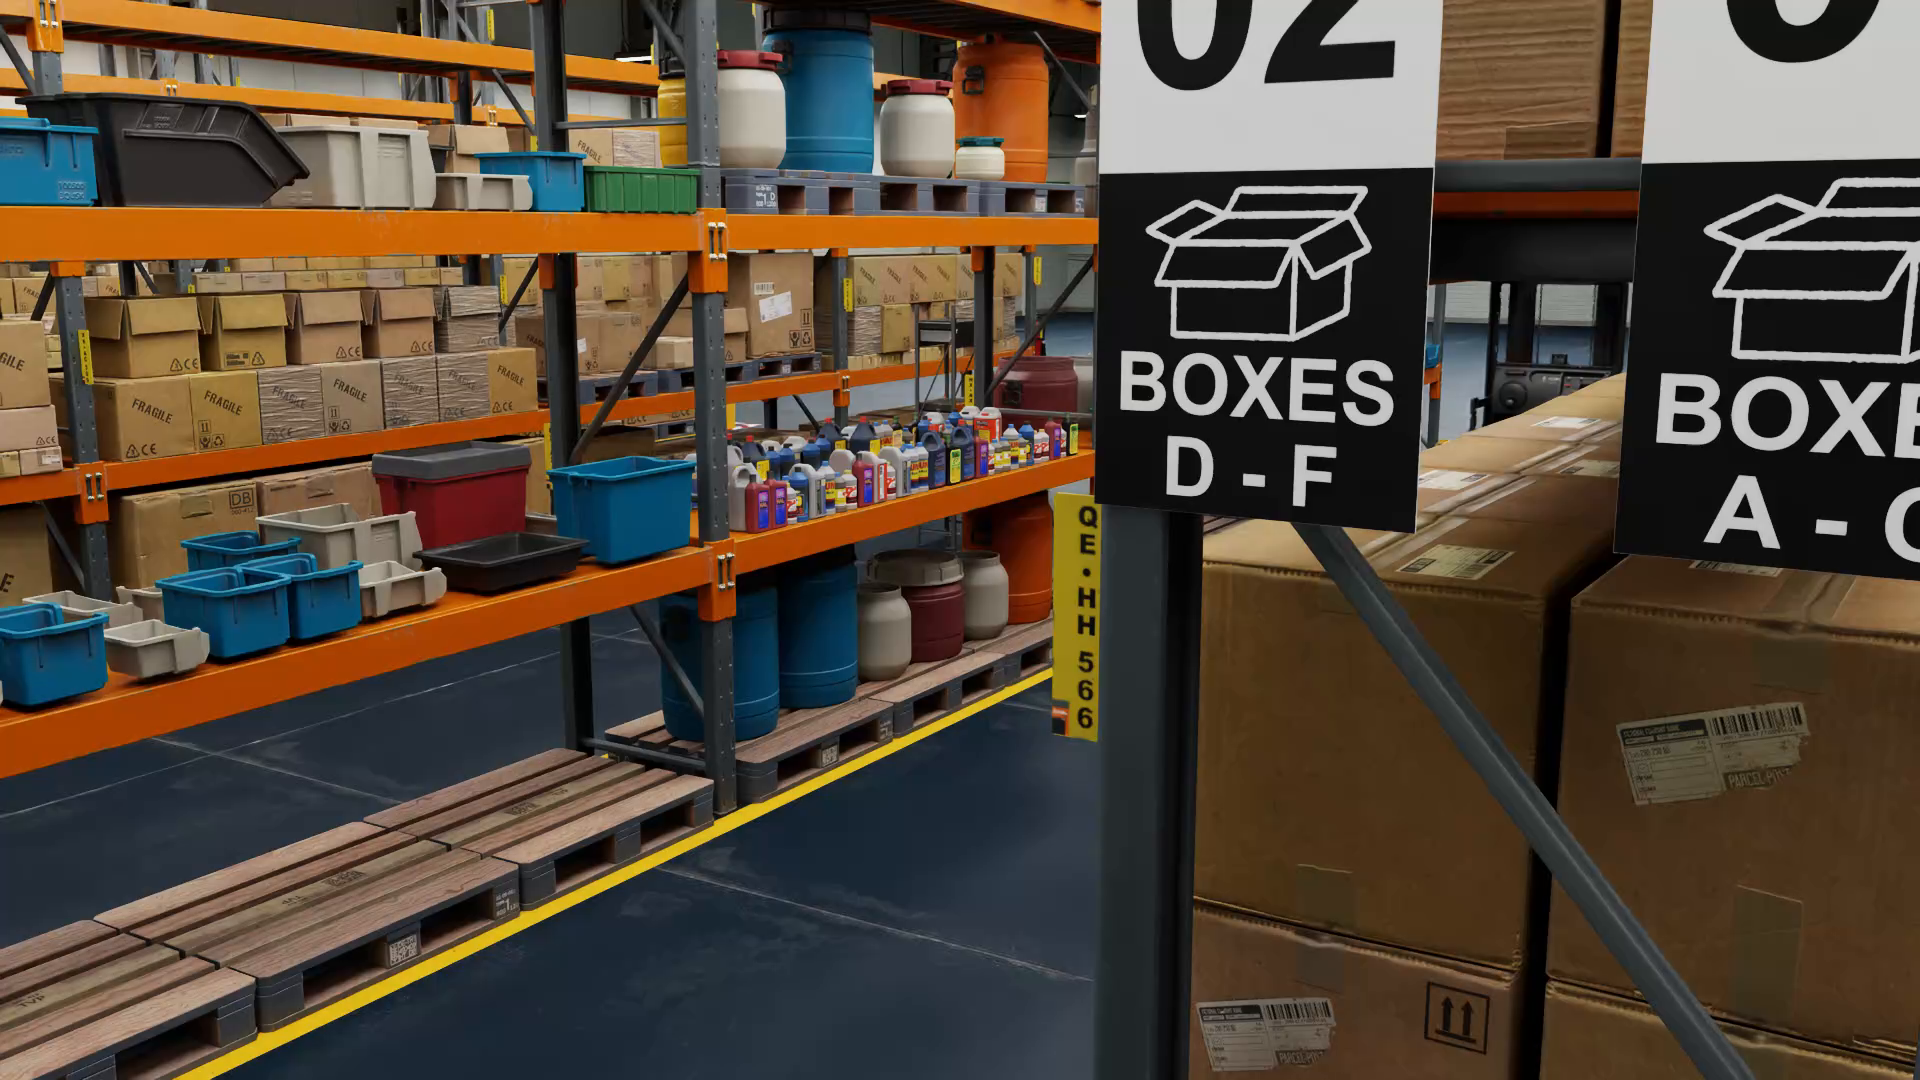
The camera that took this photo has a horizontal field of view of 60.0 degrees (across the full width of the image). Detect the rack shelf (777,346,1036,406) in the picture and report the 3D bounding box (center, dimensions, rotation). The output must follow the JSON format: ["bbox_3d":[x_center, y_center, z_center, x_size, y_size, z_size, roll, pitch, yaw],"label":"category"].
[{"bbox_3d":[-0.566,-1.912,18.883,1.077,0.370,4.000,6,12,31],"label":"rack shelf"}]

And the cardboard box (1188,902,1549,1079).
[{"bbox_3d":[0.630,0.738,2.503,0.500,0.500,0.500,7,13,32],"label":"cardboard box"}]

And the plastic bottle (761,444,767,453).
[{"bbox_3d":[-1.145,-0.388,9.127,0.152,0.276,0.135,6,12,31],"label":"plastic bottle"}]

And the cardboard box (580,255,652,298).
[{"bbox_3d":[-4.554,-3.449,21.798,0.875,0.550,0.550,6,12,31],"label":"cardboard box"}]

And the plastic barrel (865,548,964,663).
[{"bbox_3d":[-0.274,0.387,10.064,0.600,0.588,0.708,6,12,31],"label":"plastic barrel"}]

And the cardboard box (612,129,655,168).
[{"bbox_3d":[-2.951,-3.220,14.133,0.500,0.500,0.500,6,12,31],"label":"cardboard box"}]

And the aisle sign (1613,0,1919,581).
[{"bbox_3d":[0.846,-0.355,1.551,0.394,0.787,0.004,6,12,31],"label":"aisle sign"}]

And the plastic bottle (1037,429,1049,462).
[{"bbox_3d":[0.511,-0.594,10.428,0.097,0.201,0.097,0,11,0],"label":"plastic bottle"}]

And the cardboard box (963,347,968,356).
[{"bbox_3d":[-0.134,-2.194,19.117,0.380,0.149,0.250,6,12,31],"label":"cardboard box"}]

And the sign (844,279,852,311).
[{"bbox_3d":[-1.128,-2.467,16.750,0.100,0.325,0.005,6,12,31],"label":"sign"}]

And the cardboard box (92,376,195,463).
[{"bbox_3d":[-5.305,-0.790,10.666,0.500,0.500,0.500,6,12,31],"label":"cardboard box"}]

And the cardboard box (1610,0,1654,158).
[{"bbox_3d":[1.114,-0.574,2.037,0.500,0.250,0.500,6,12,31],"label":"cardboard box"}]

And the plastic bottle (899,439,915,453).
[{"bbox_3d":[-0.296,-0.435,9.388,0.097,0.271,0.097,0,11,0],"label":"plastic bottle"}]

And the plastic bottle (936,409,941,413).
[{"bbox_3d":[-0.159,-0.707,10.808,0.061,0.283,0.133,6,12,31],"label":"plastic bottle"}]

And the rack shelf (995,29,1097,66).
[{"bbox_3d":[1.590,-3.562,12.480,1.077,0.370,4.000,6,12,31],"label":"rack shelf"}]

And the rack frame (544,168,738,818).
[{"bbox_3d":[-1.525,-0.219,7.889,1.000,3.000,0.127,6,12,31],"label":"rack frame"}]

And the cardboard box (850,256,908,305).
[{"bbox_3d":[-0.895,-2.763,17.677,0.500,0.500,0.500,6,12,31],"label":"cardboard box"}]

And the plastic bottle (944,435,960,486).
[{"bbox_3d":[-0.052,-0.457,9.475,0.061,0.283,0.133,6,12,31],"label":"plastic bottle"}]

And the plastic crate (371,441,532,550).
[{"bbox_3d":[-2.203,-0.164,7.255,0.402,0.464,0.583,6,12,31],"label":"plastic crate"}]

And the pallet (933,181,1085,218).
[{"bbox_3d":[0.071,-2.119,10.398,1.003,0.211,1.213,6,12,31],"label":"pallet"}]

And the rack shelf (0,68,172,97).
[{"bbox_3d":[-8.906,-3.895,14.263,1.077,0.370,4.000,6,12,31],"label":"rack shelf"}]

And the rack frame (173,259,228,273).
[{"bbox_3d":[-10.074,-2.897,22.194,1.000,3.000,0.127,6,12,31],"label":"rack frame"}]

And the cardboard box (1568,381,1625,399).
[{"bbox_3d":[1.954,-0.158,4.571,0.500,0.500,0.500,6,12,29],"label":"cardboard box"}]

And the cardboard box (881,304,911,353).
[{"bbox_3d":[-1.028,-2.286,17.849,0.875,0.500,0.500,6,12,31],"label":"cardboard box"}]

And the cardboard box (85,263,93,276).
[{"bbox_3d":[-11.097,-3.397,20.879,0.380,0.149,0.250,7,13,34],"label":"cardboard box"}]

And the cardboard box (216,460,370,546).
[{"bbox_3d":[-4.980,-0.098,11.872,1.225,0.875,0.875,6,12,29],"label":"cardboard box"}]

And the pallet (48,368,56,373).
[{"bbox_3d":[-8.861,-1.402,14.726,1.003,0.211,1.213,6,12,31],"label":"pallet"}]

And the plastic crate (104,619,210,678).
[{"bbox_3d":[-2.602,0.353,5.384,0.250,0.136,0.298,6,12,31],"label":"plastic crate"}]

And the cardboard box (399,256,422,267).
[{"bbox_3d":[-8.345,-4.033,24.464,0.700,0.500,0.500,7,12,31],"label":"cardboard box"}]

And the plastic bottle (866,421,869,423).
[{"bbox_3d":[-0.588,-0.577,10.114,0.061,0.283,0.133,6,12,31],"label":"plastic bottle"}]

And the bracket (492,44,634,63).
[{"bbox_3d":[-8.393,-10.078,34.463,0.076,0.066,4.783,6,12,31],"label":"bracket"}]

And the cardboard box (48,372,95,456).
[{"bbox_3d":[-5.748,-0.841,10.939,0.500,0.500,0.500,6,12,31],"label":"cardboard box"}]

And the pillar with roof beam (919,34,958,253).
[{"bbox_3d":[2.766,-10.289,45.372,9.100,9.000,0.548,6,12,31],"label":"pillar with roof beam"}]

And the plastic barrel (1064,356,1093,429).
[{"bbox_3d":[0.903,-1.086,12.212,0.421,0.512,0.421,0,11,0],"label":"plastic barrel"}]

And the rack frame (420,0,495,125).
[{"bbox_3d":[-5.791,-5.389,19.201,1.000,3.000,0.127,6,12,31],"label":"rack frame"}]

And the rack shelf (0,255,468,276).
[{"bbox_3d":[-4.720,-2.128,11.887,1.077,0.370,4.000,6,12,31],"label":"rack shelf"}]

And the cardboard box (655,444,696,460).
[{"bbox_3d":[-2.785,-0.595,15.491,0.700,0.500,0.500,8,13,35],"label":"cardboard box"}]

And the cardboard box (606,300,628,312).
[{"bbox_3d":[-4.773,-2.829,21.419,0.875,0.550,0.500,6,12,31],"label":"cardboard box"}]

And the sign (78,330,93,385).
[{"bbox_3d":[-5.283,-1.104,10.047,0.100,0.325,0.005,6,12,31],"label":"sign"}]

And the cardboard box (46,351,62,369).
[{"bbox_3d":[-8.266,-1.612,14.870,0.380,0.149,0.250,6,12,28],"label":"cardboard box"}]

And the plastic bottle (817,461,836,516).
[{"bbox_3d":[-0.685,-0.266,8.486,0.097,0.271,0.097,0,11,0],"label":"plastic bottle"}]

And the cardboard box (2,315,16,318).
[{"bbox_3d":[-8.819,-1.968,15.152,0.380,0.149,0.250,7,13,33],"label":"cardboard box"}]

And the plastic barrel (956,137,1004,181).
[{"bbox_3d":[0.121,-2.279,9.972,0.301,0.262,0.301,0,11,0],"label":"plastic barrel"}]

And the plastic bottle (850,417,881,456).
[{"bbox_3d":[-0.555,-0.551,9.793,0.144,0.351,0.185,6,12,31],"label":"plastic bottle"}]

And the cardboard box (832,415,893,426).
[{"bbox_3d":[-1.072,-1.078,18.129,0.500,0.500,0.500,-9,14,-39],"label":"cardboard box"}]

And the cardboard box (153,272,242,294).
[{"bbox_3d":[-7.626,-2.422,16.663,0.700,0.500,0.500,6,12,30],"label":"cardboard box"}]

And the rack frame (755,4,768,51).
[{"bbox_3d":[-1.604,-4.899,16.585,1.000,3.000,0.127,6,12,31],"label":"rack frame"}]

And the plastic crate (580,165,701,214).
[{"bbox_3d":[-1.486,-1.494,7.122,0.450,0.188,0.662,6,12,31],"label":"plastic crate"}]

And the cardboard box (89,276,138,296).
[{"bbox_3d":[-10.647,-3.046,20.766,0.500,0.500,0.500,7,13,33],"label":"cardboard box"}]

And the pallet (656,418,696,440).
[{"bbox_3d":[-4.063,-1.566,22.658,1.003,0.211,1.213,6,12,31],"label":"pallet"}]

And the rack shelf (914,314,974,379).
[{"bbox_3d":[-0.086,-1.681,14.410,0.431,0.518,0.480,6,12,31],"label":"rack shelf"}]

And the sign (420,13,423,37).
[{"bbox_3d":[-6.253,-5.983,19.404,0.100,0.325,0.005,6,12,31],"label":"sign"}]

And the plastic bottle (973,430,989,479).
[{"bbox_3d":[0.113,-0.507,9.742,0.061,0.283,0.133,6,12,31],"label":"plastic bottle"}]

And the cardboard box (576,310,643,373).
[{"bbox_3d":[-3.231,-1.763,14.723,0.700,0.500,0.500,9,14,39],"label":"cardboard box"}]

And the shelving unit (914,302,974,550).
[{"bbox_3d":[-0.086,-1.006,14.536,0.431,2.100,0.503,6,12,31],"label":"shelving unit"}]

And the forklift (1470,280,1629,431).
[{"bbox_3d":[4.818,-1.272,13.698,1.130,2.935,3.031,7,13,32],"label":"forklift"}]

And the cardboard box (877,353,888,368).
[{"bbox_3d":[-0.989,-1.912,17.615,0.380,0.149,0.250,6,12,31],"label":"cardboard box"}]

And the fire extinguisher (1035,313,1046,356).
[{"bbox_3d":[0.926,-2.516,20.365,0.296,0.674,0.183,6,12,31],"label":"fire extinguisher"}]
